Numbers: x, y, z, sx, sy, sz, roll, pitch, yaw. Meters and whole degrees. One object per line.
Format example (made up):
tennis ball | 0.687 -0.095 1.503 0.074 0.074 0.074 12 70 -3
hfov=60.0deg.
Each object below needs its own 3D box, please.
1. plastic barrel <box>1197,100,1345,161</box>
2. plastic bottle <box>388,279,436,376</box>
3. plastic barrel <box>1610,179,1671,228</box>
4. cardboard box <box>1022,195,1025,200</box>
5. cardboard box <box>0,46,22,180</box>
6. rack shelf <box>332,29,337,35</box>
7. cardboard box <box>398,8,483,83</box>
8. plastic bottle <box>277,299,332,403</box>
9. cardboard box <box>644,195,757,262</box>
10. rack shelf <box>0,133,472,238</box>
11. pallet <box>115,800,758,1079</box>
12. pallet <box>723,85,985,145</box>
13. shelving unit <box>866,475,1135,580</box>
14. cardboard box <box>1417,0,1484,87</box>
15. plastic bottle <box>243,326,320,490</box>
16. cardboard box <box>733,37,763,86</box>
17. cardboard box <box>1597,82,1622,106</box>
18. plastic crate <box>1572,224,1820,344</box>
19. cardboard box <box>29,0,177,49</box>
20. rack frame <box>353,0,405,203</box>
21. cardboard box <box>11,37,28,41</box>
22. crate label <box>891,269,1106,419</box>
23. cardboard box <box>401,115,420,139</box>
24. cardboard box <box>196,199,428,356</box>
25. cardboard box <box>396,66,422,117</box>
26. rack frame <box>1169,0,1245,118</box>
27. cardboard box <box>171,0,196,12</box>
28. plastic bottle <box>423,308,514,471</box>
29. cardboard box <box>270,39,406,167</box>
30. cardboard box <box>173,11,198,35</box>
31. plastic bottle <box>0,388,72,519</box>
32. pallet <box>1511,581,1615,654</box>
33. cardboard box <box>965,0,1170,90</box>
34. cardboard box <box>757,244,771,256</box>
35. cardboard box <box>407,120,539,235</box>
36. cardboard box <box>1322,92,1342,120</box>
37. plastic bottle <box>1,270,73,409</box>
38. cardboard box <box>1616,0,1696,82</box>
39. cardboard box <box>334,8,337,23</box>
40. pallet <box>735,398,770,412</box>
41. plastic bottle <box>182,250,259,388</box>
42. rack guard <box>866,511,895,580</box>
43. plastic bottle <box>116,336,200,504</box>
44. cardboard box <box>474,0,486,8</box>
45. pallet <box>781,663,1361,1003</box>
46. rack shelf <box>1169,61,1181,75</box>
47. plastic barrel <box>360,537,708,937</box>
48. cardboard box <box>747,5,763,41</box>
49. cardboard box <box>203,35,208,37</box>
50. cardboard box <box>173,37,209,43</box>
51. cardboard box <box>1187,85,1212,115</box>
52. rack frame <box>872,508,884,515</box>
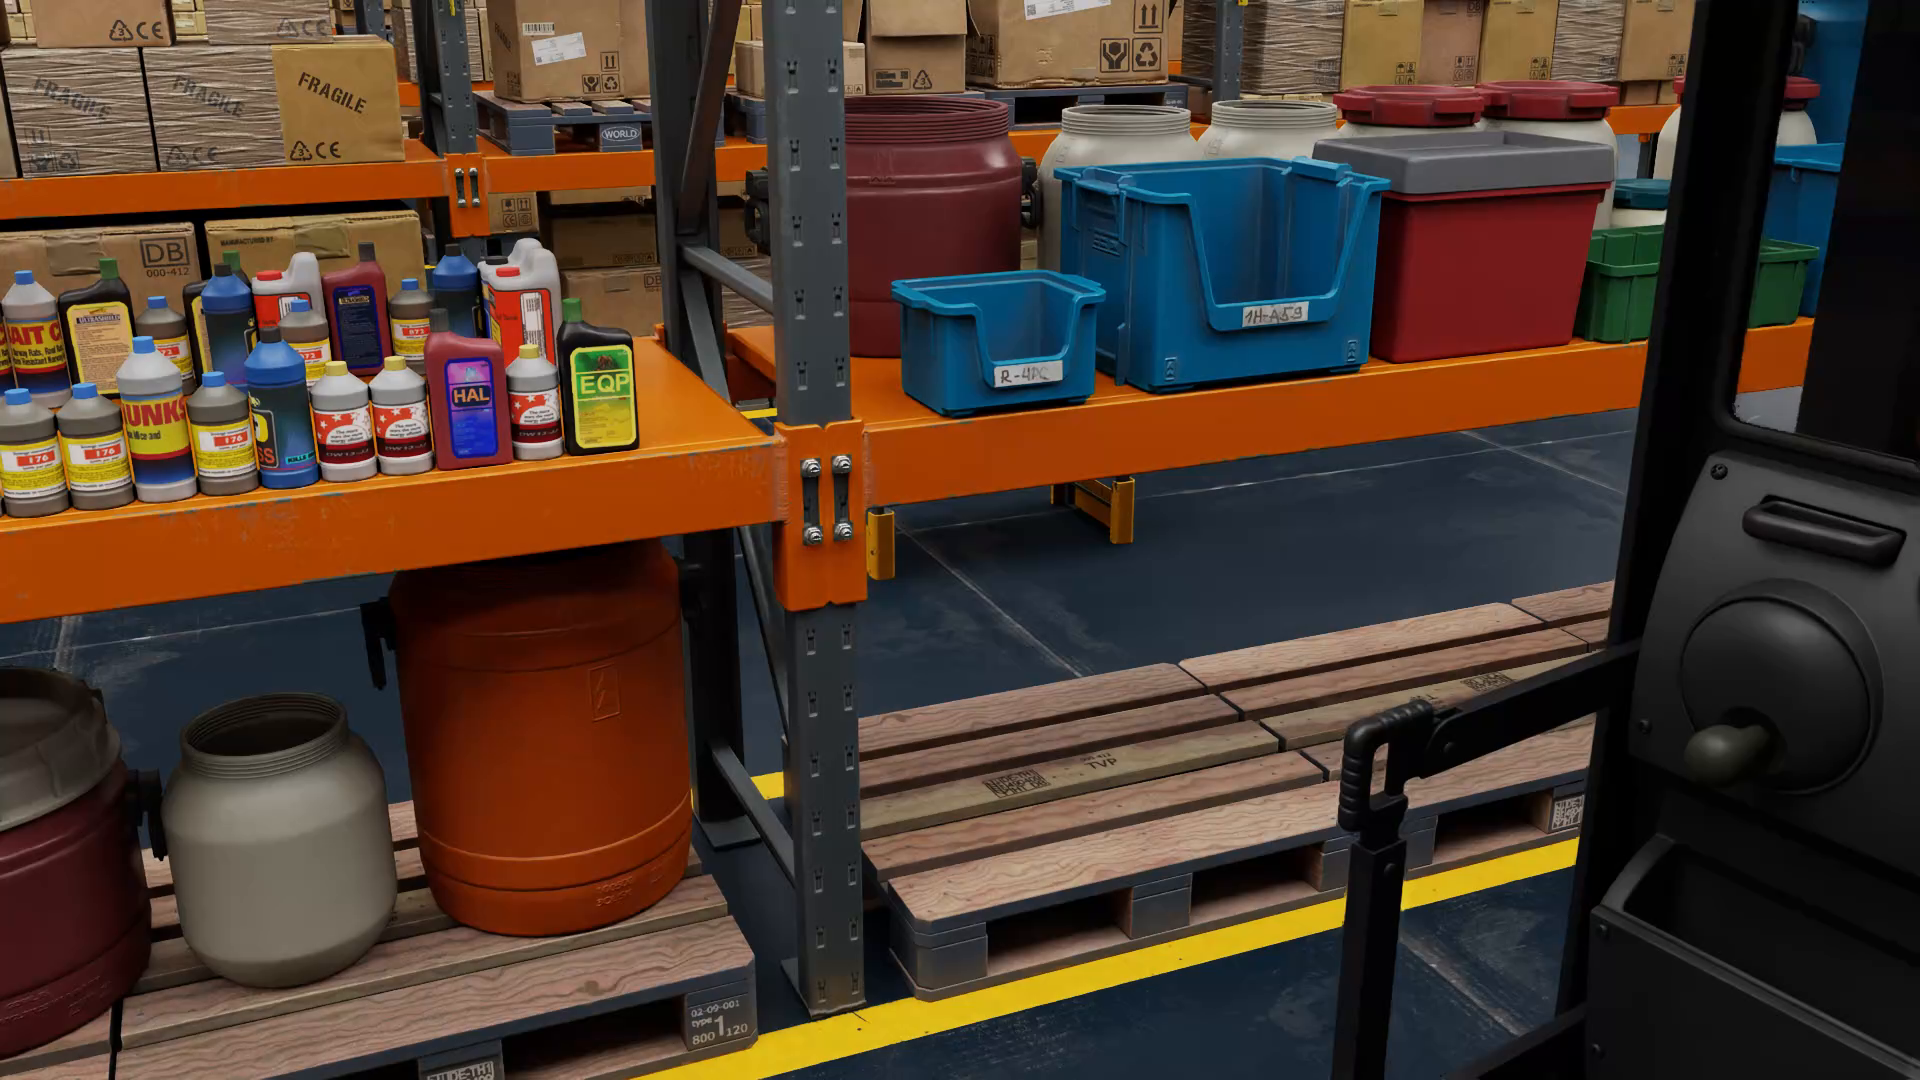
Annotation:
plastic barrel | 0.787 -0.848 4.246 0.421 0.512 0.421 0 19 0
plastic bottle | -1.192 -0.468 3.633 0.097 0.201 0.097 0 19 0
plastic barrel | 1.937 -0.873 4.694 0.301 0.262 0.301 0 19 0
cardboard box | -0.015 -3.359 14.113 0.875 0.875 0.875 -8 21 -21
cardboard box | -4.180 -1.757 6.845 0.500 0.500 0.500 -8 21 -21
rack shelf | -6.480 -6.509 21.575 4.000 0.370 1.077 -8 21 -22
cardboard box | -3.774 -3.600 12.078 0.500 0.500 0.500 -8 21 -21
plastic bottle | -1.343 -0.391 3.415 0.097 0.201 0.097 0 19 0
cardboard box | -1.335 -1.602 8.528 0.500 0.250 0.500 -6 20 -16
rack shelf | -4.258 -1.448 7.200 4.000 0.370 1.077 -8 21 -22
pallet | -1.167 0.892 3.670 1.213 0.211 1.003 -8 21 -22
pallet | -0.620 -2.232 8.635 1.213 0.211 1.003 -8 21 -22
shelving unit | 0.070 -0.717 6.301 1.083 1.500 0.587 -8 21 -22
cardboard box | 2.581 -2.956 9.801 0.500 0.500 0.875 -8 21 -22
plastic bottle | -1.166 -0.230 2.852 0.097 0.271 0.097 0 19 0
cardboard box | -0.997 -2.486 8.637 0.258 0.266 0.396 -9 21 -23
cardboard box | 3.824 -2.754 10.205 0.250 0.149 0.380 -8 21 -22
plastic crate | 1.726 -0.651 4.172 0.662 0.188 0.450 -8 21 -22
cardboard box | -3.699 -2.394 7.144 0.637 0.503 0.797 -8 21 -21
rack frame | -4.293 -3.576 12.161 0.127 3.000 1.000 -8 21 -22
cardboard box | -6.226 -3.214 10.880 0.250 0.149 0.380 -9 21 -23
crate label | 0.076 -0.402 3.398 0.416 0.233 0.303 -8 21 -22
cardboard box | -5.824 -4.102 16.980 0.625 0.372 0.950 -10 22 -26
cardboard box | -3.064 -1.161 7.871 0.875 0.875 1.225 -9 21 -24
cardboard box | -7.142 -5.829 21.505 0.625 0.625 0.875 -7 21 -20
rack frame | 1.251 -2.576 9.322 0.127 3.000 1.000 -8 21 -22
cardboard box | -5.278 -3.629 11.161 0.250 0.149 0.380 -7 21 -20
plastic bottle | -0.874 -0.271 2.950 0.133 0.283 0.061 -8 21 -22
cardboard box | -2.777 -1.957 7.412 0.500 0.500 0.500 -7 21 -20
cardboard box | -5.282 -3.488 11.210 0.250 0.149 0.380 -8 21 -22
plastic bottle | -1.524 -0.146 2.719 0.097 0.201 0.097 0 19 0
pallet | 2.507 0.365 5.168 1.213 0.211 1.003 -8 21 -22
cardboard box | 0.466 -2.995 8.977 1.000 1.000 1.000 -8 21 -22
cardboard box | -0.792 -1.326 8.873 0.500 0.500 0.700 -6 20 -17
cardboard box | -3.699 -2.765 12.615 0.750 0.750 1.050 -8 21 -23
cardboard box | 2.021 -2.464 9.383 0.250 0.149 0.380 -8 21 -22
plastic bottle | -1.862 -0.405 3.349 0.097 0.271 0.097 0 19 0
cardboard box | 3.997 -3.124 10.278 0.500 0.500 0.875 -8 21 -22
cardboard box | -6.139 -5.266 16.709 0.250 0.149 0.380 -7 21 -20
pallet | -1.704 -0.837 8.581 1.213 0.211 1.003 -8 21 -22
plastic bottle | -1.551 -0.462 3.492 0.133 0.283 0.061 -8 21 -22
rack guard | -0.387 -0.062 6.323 0.087 0.250 0.587 -8 21 -22
plastic bottle | -1.345 -0.204 2.780 0.097 0.271 0.097 0 19 0
cardboard box | -3.413 -4.218 12.328 0.500 0.500 0.700 -8 21 -23
pallet | 0.267 0.686 4.257 1.213 0.211 1.003 -8 21 -22
rack shelf | 1.216 -4.026 14.522 4.000 0.370 1.077 -8 21 -22
plastic barrel | -0.902 0.356 3.631 0.708 0.830 0.600 -8 21 -22
cardboard box | -1.458 -3.933 13.024 0.500 0.500 0.500 -8 21 -23
cardboard box | -5.029 -3.384 11.363 0.250 0.149 0.380 -8 21 -21
cardboard box | -3.448 -2.048 7.670 0.500 0.500 0.500 -9 21 -23
cardboard box | 1.332 -2.576 9.699 0.250 0.149 0.380 -8 21 -22
rack frame | -0.388 -0.652 6.115 0.032 1.500 0.500 -8 21 -22
